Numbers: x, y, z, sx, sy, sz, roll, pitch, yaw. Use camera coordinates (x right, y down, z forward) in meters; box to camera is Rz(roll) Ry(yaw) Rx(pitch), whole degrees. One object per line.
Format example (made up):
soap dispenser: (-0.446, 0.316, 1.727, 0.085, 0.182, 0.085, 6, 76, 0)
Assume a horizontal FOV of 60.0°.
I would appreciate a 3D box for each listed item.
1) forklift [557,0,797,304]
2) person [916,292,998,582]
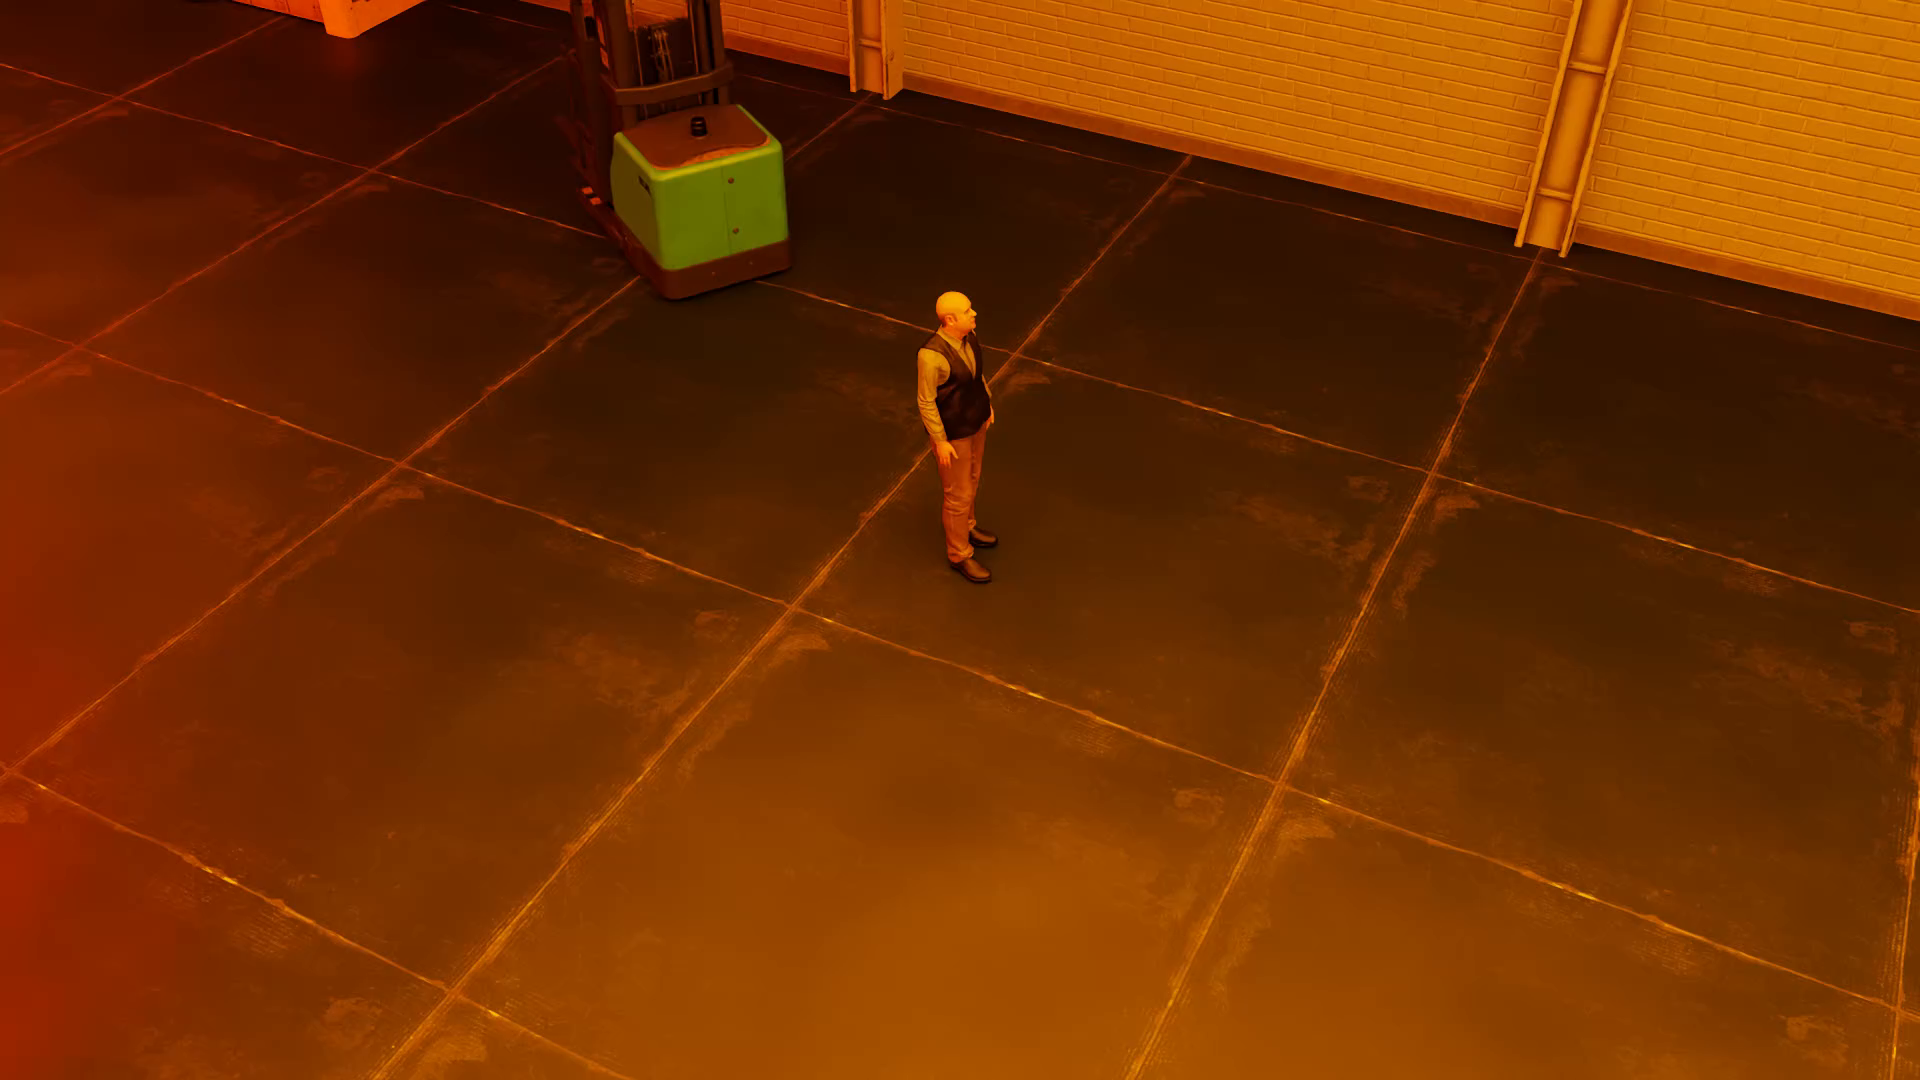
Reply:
forklift: (-2.397, -3.786, 12.482, 1.130, 2.935, 3.031, -20, 44, -22)
person: (0.051, -0.613, 9.699, 0.568, 1.647, 0.632, 18, 43, 21)
